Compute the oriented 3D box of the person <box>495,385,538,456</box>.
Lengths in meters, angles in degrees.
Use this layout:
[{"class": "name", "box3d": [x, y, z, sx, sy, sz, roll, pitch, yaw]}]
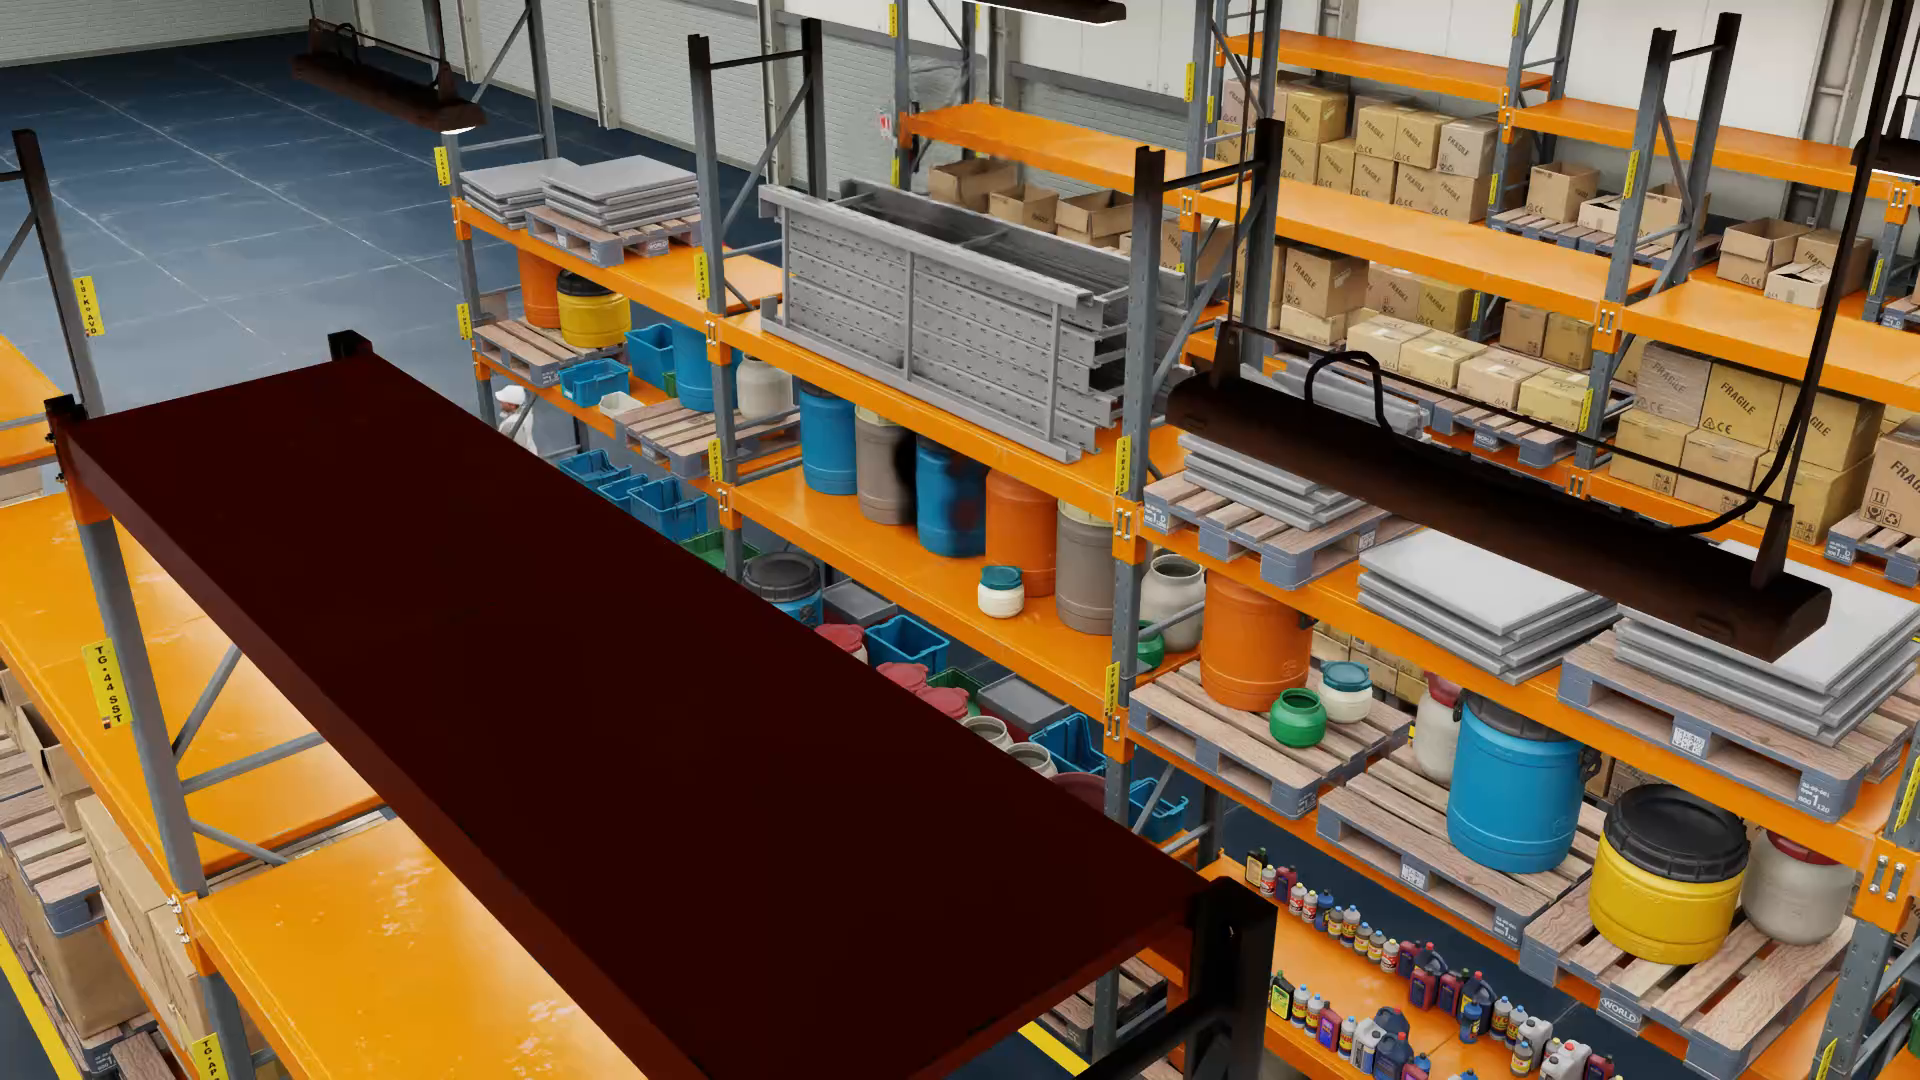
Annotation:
[{"class": "person", "box3d": [-4.615, -0.808, 17.250, 0.609, 1.748, 0.722, 3, 27, 5]}]
